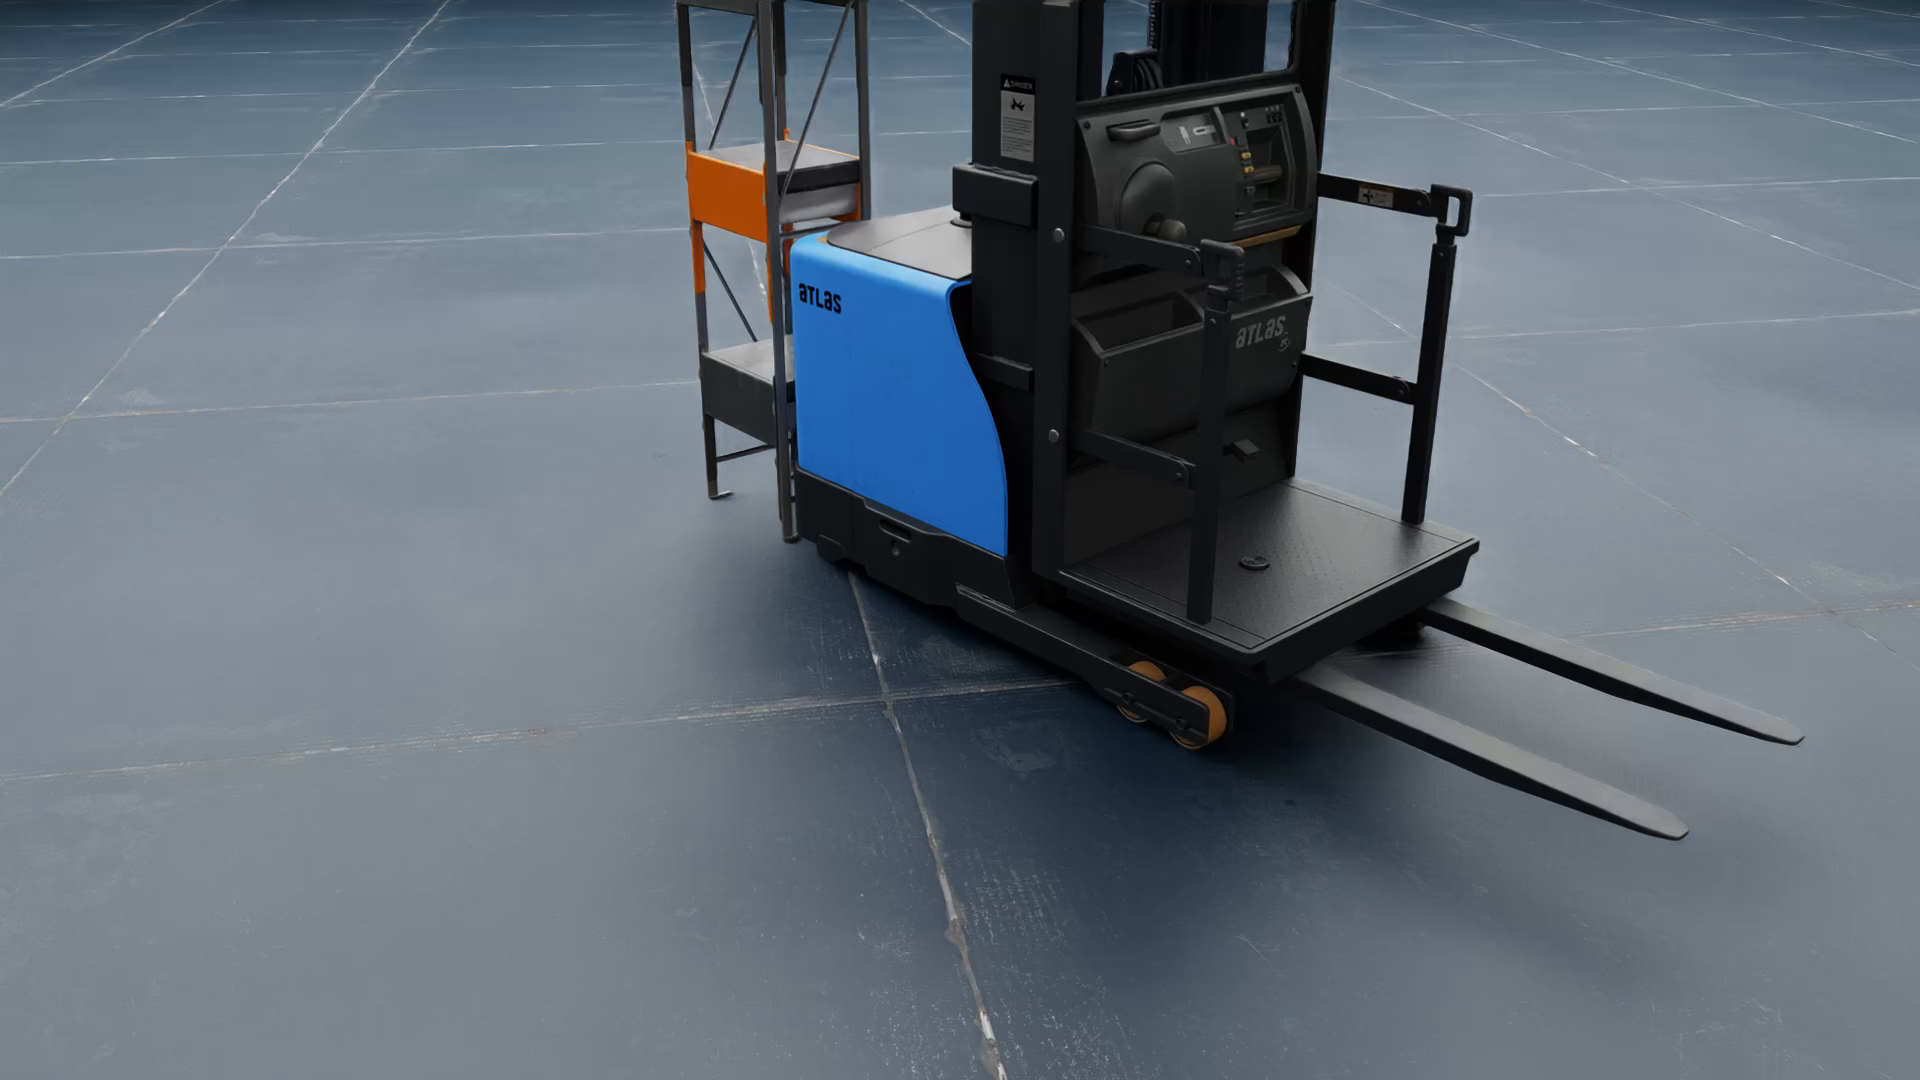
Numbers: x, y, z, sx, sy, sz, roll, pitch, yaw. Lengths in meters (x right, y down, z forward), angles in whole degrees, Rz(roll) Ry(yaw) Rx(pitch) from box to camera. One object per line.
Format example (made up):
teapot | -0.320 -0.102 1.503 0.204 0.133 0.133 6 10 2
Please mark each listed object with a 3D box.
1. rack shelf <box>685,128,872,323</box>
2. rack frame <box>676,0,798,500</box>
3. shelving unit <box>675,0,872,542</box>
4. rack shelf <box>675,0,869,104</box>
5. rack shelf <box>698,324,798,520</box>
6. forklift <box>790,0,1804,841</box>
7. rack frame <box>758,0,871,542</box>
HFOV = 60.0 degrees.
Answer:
rack shelf | -0.609 -1.072 5.615 0.431 0.518 0.480 -18 29 -35
rack frame | -0.763 -1.160 5.783 0.400 2.100 0.015 -18 29 -35
shelving unit | -0.609 -1.085 5.610 0.431 2.100 0.503 -18 29 -35
rack shelf | -0.609 -1.714 5.335 0.431 0.518 0.480 -18 29 -35
rack shelf | -0.609 -0.431 5.896 0.431 0.518 0.480 -18 29 -35
forklift | 0.810 -1.013 4.408 1.130 2.935 3.031 -20 31 -38
rack frame | -0.454 -1.009 5.437 0.400 2.100 0.015 -18 29 -35
